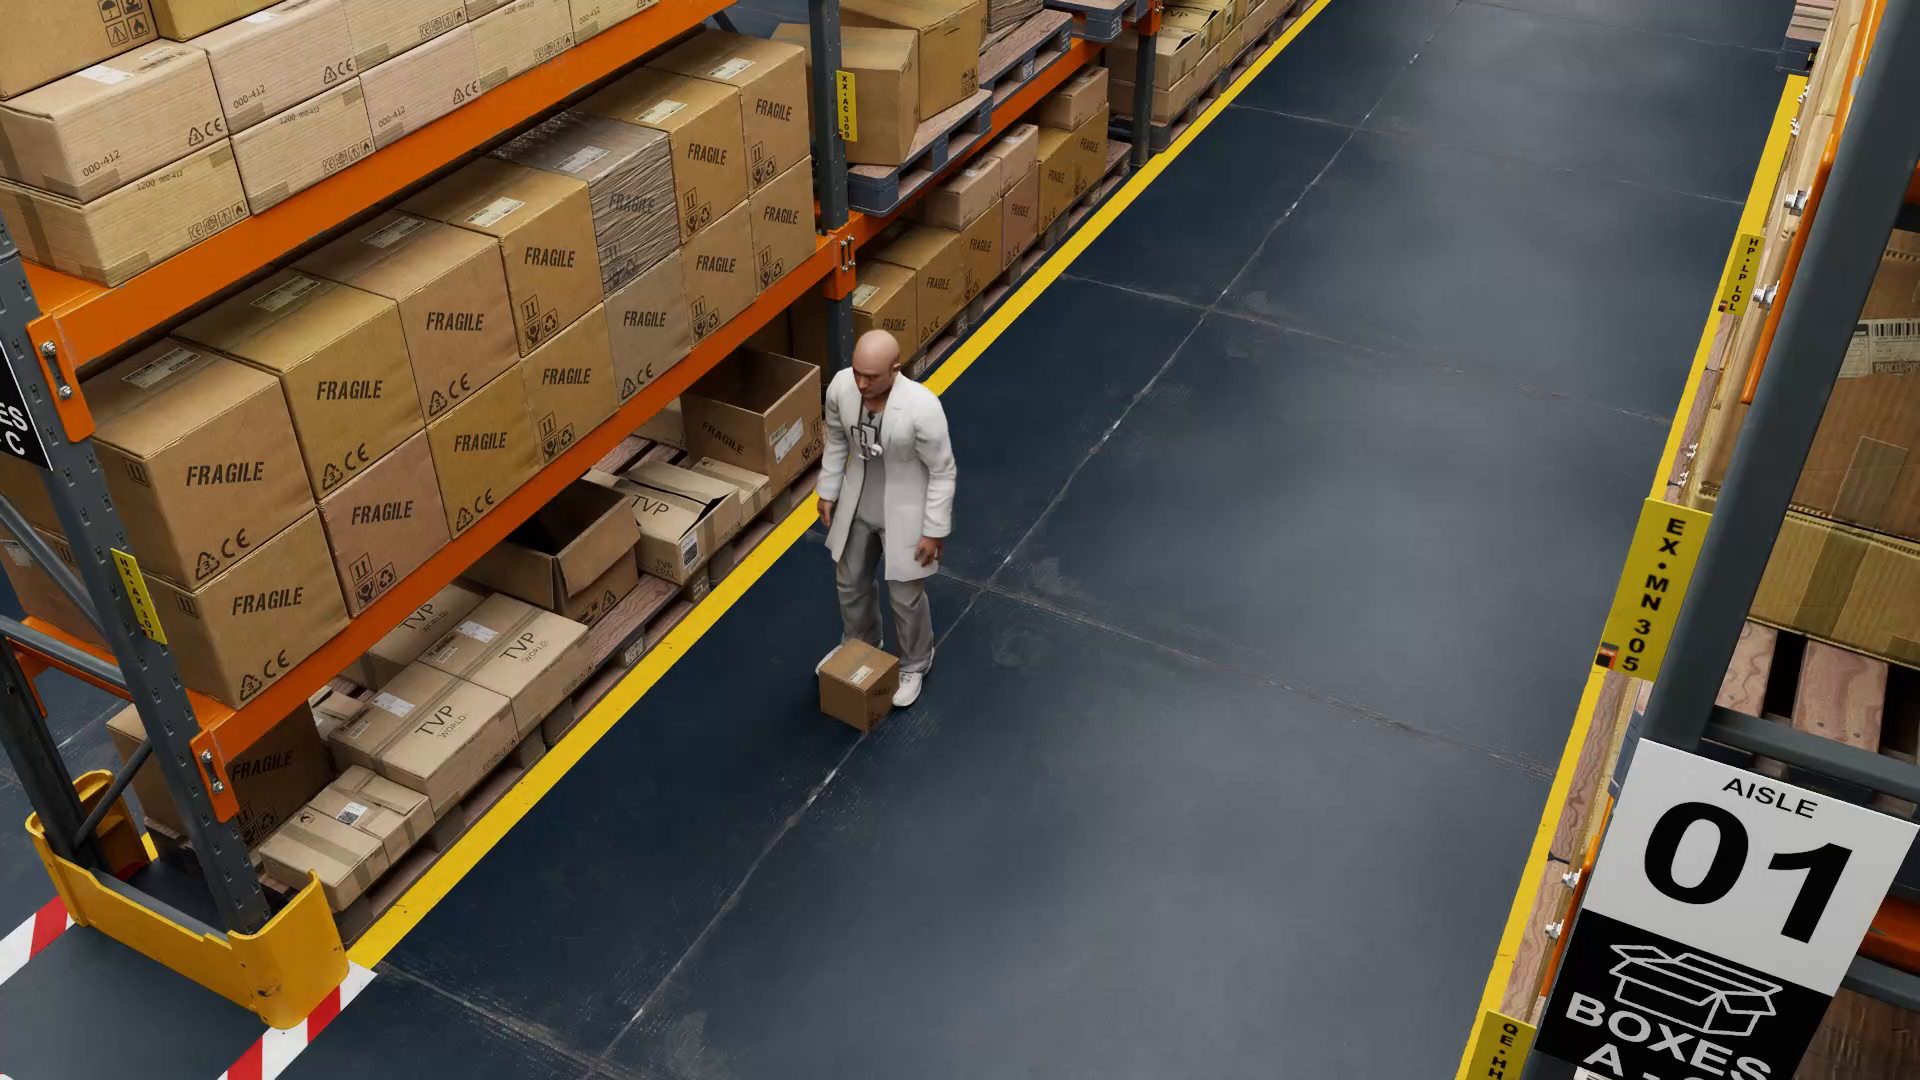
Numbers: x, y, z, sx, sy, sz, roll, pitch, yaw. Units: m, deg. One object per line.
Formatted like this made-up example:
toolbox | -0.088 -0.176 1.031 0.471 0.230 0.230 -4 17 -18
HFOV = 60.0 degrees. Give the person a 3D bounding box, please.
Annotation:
person | -0.315 -0.111 6.907 0.644 1.774 0.424 20 42 24
